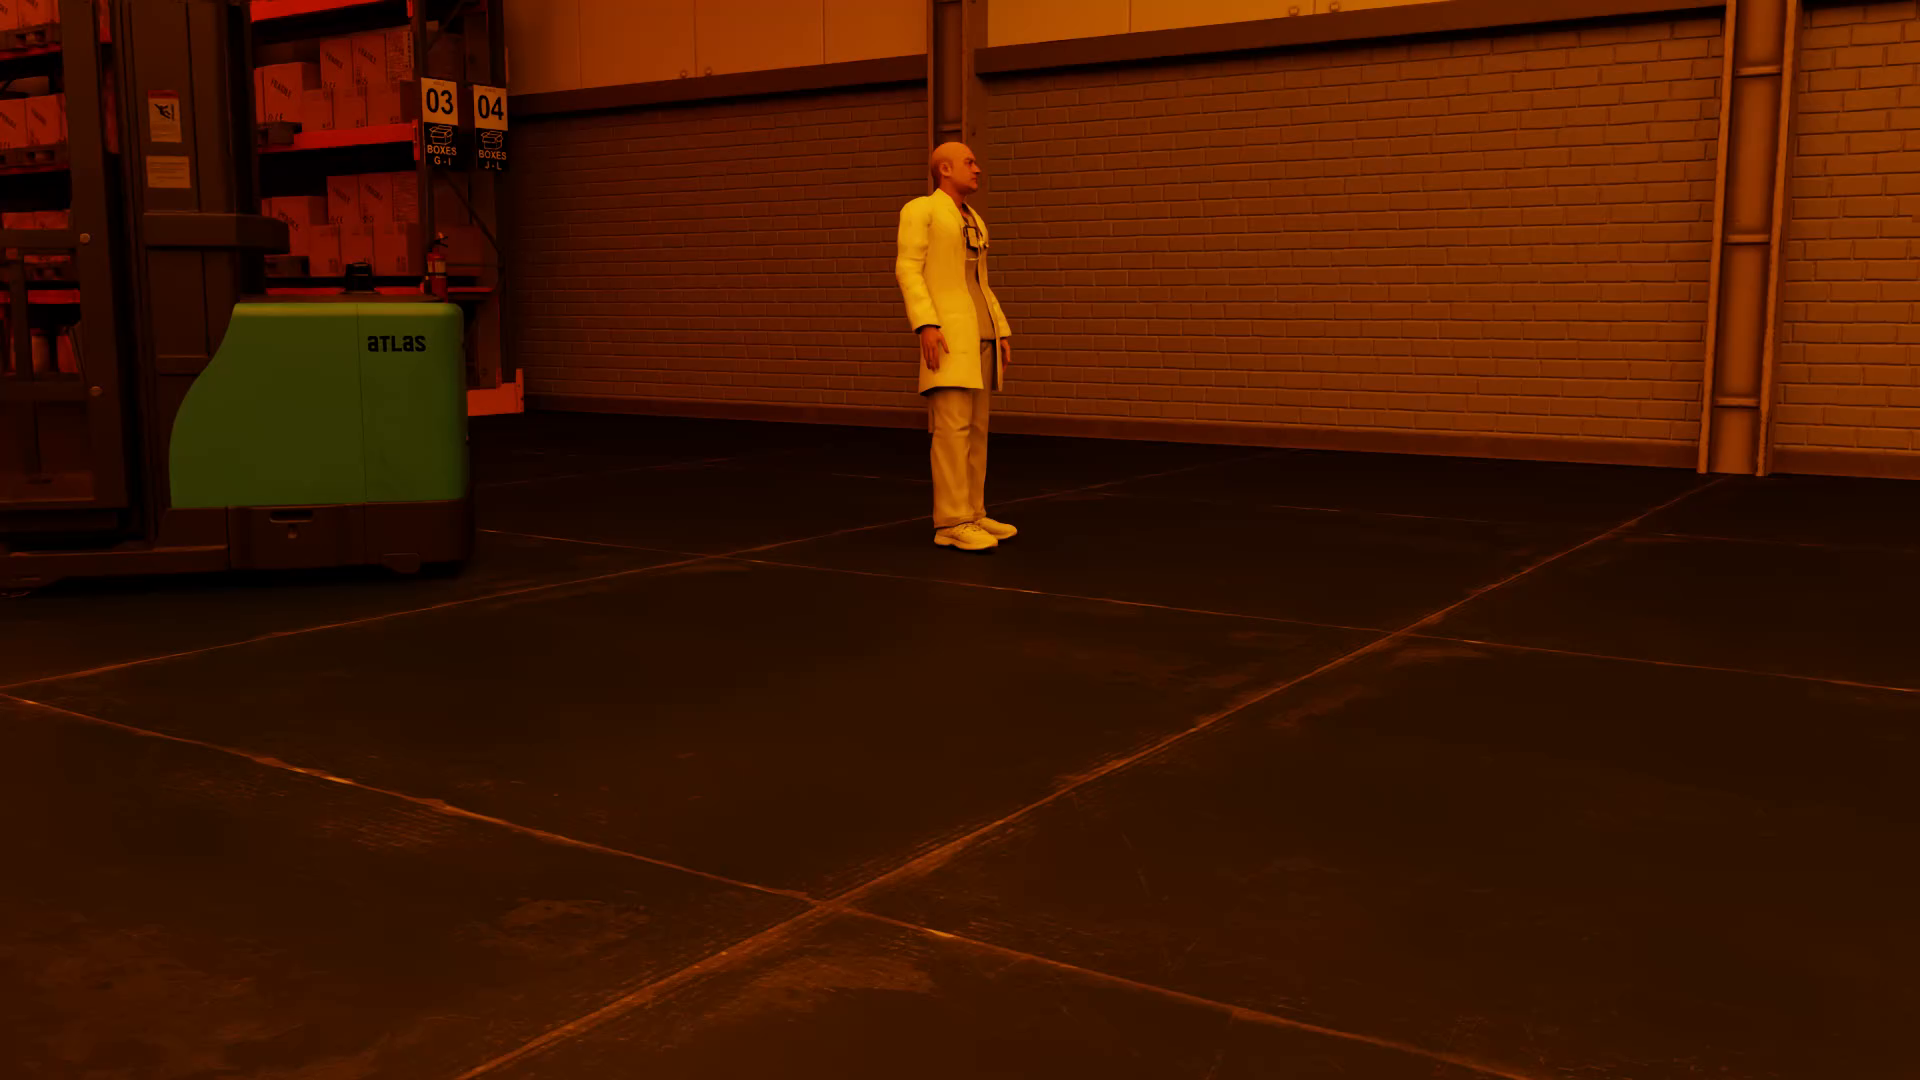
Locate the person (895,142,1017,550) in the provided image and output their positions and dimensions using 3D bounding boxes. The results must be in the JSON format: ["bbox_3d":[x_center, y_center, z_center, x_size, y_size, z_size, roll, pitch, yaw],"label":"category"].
[{"bbox_3d":[0.072,-0.880,7.423,0.581,1.776,0.696,5,10,34],"label":"person"}]

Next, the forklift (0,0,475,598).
[{"bbox_3d":[-3.521,-1.315,6.438,3.031,2.935,1.130,-2,8,-15],"label":"forklift"}]
